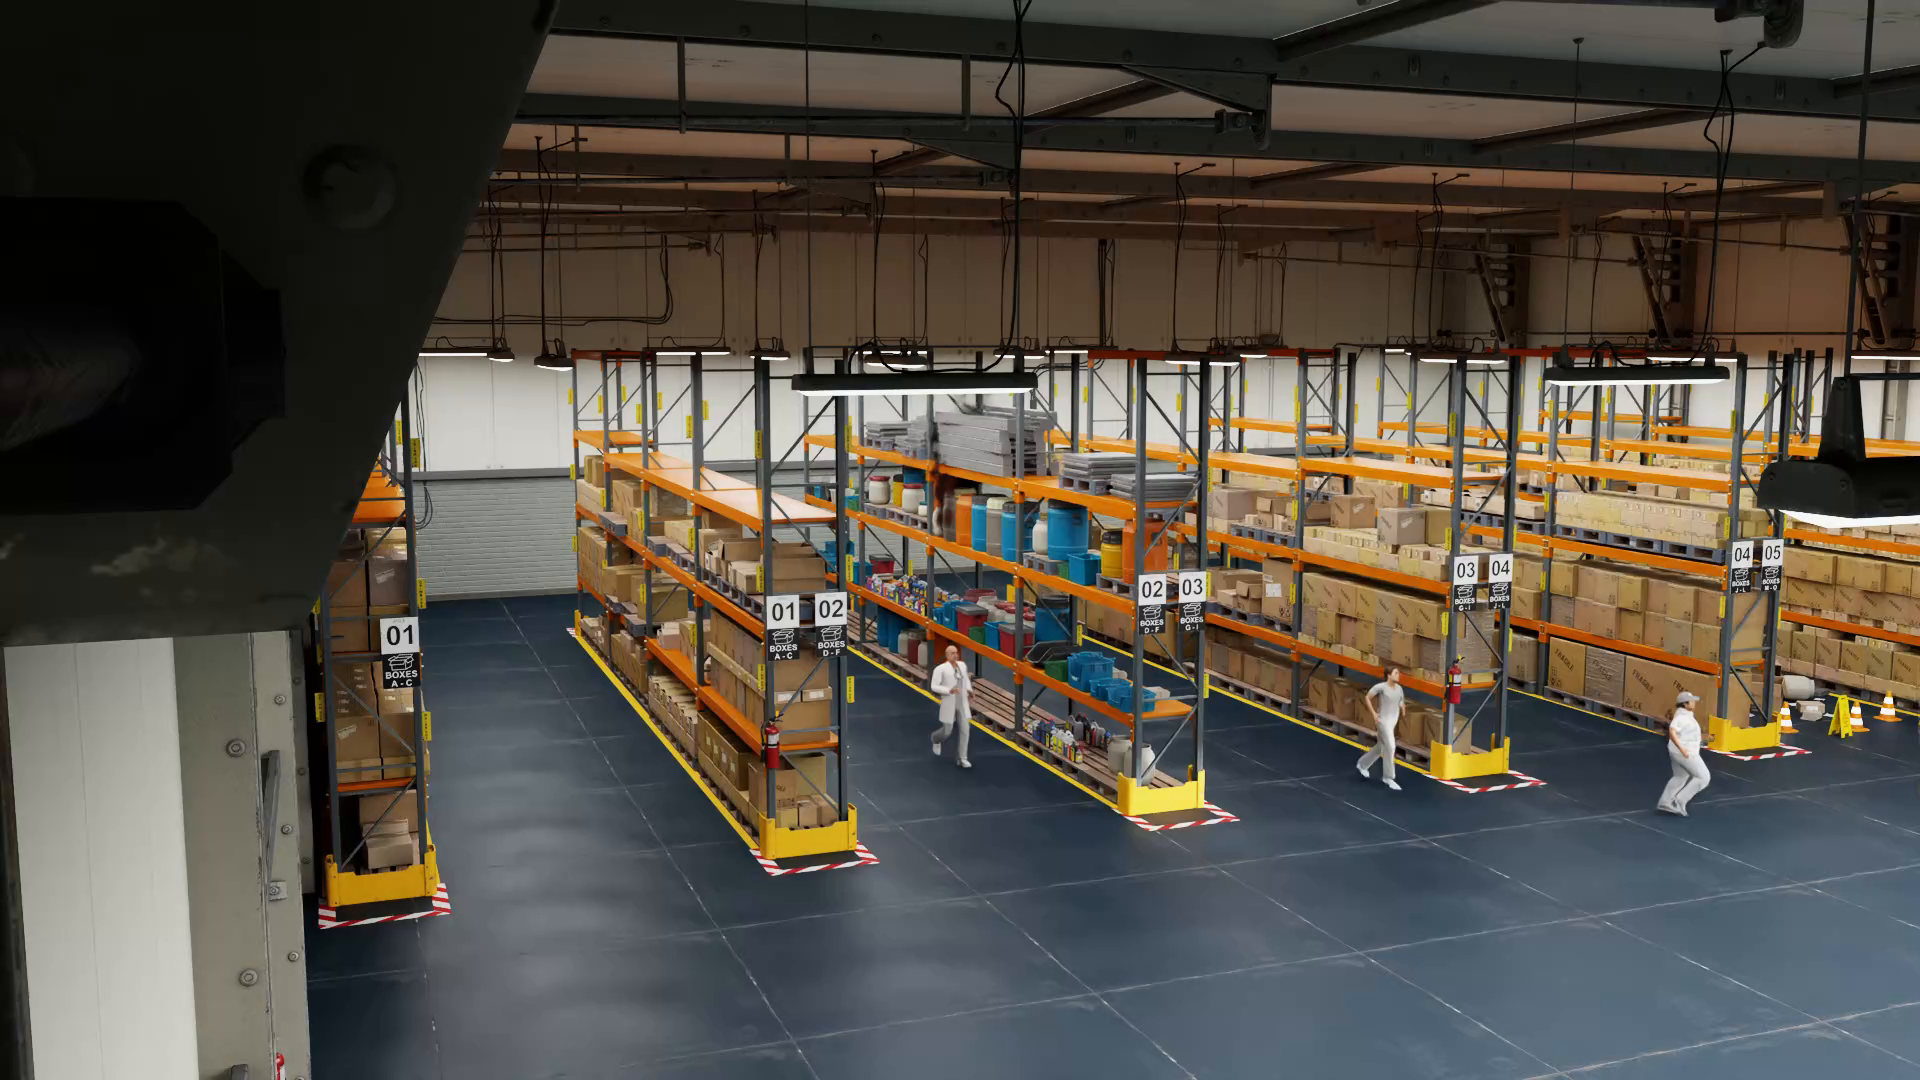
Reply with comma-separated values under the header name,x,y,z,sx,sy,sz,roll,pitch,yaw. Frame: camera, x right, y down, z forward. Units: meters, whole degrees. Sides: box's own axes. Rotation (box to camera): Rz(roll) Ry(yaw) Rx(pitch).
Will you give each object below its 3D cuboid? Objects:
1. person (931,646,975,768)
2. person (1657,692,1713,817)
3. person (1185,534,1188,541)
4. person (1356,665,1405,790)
name,x,y,z,sx,sy,sz,roll,pitch,yaw
person,-0.105,2.527,24.482,0.721,1.542,0.958,-4,8,-29
person,9.537,2.805,21.824,0.644,1.644,0.587,2,7,13
person,5.111,0.698,38.586,0.748,1.734,0.786,-1,7,-11
person,6.025,2.601,23.497,0.567,1.677,0.816,-6,9,-38
